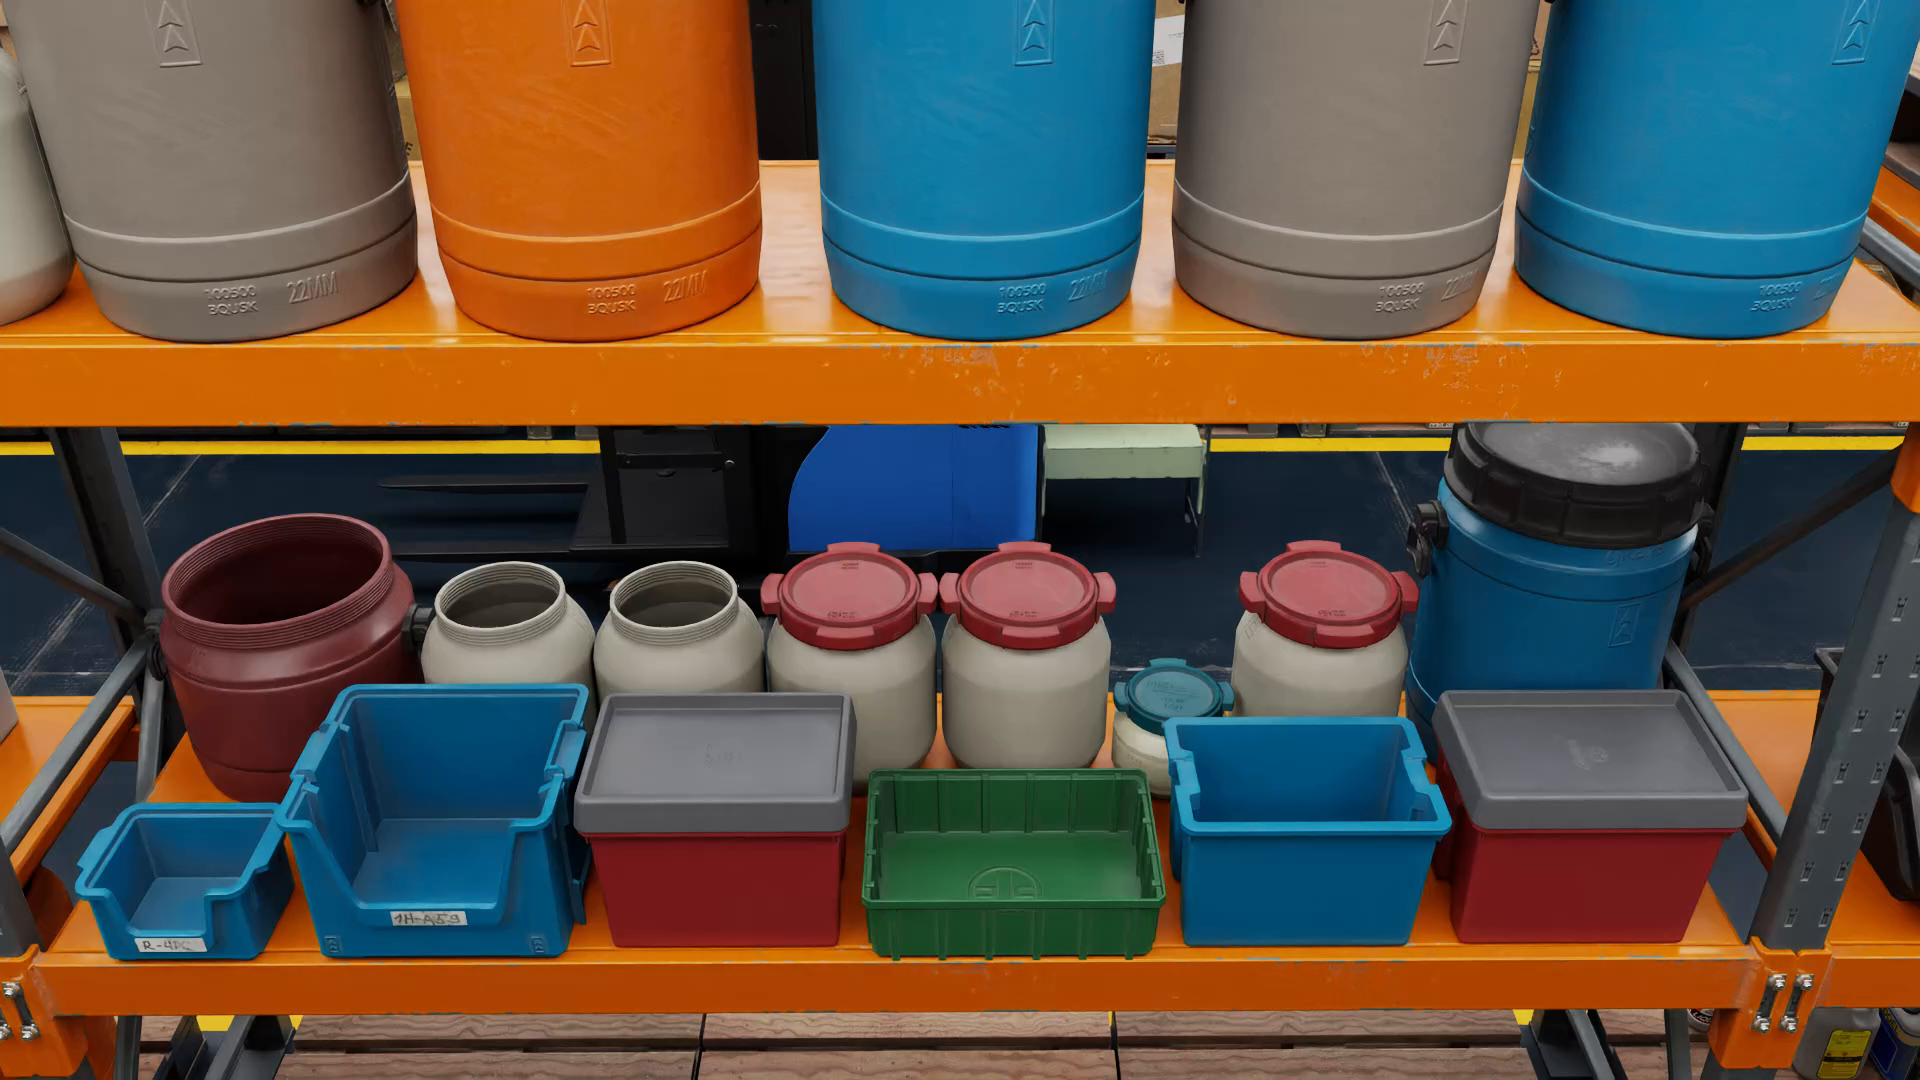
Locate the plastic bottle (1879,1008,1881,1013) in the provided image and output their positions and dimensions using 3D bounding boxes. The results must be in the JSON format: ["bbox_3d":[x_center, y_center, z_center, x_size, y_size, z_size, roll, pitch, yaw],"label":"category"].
[{"bbox_3d":[2.690,1.294,4.856,0.185,0.351,0.144,-2,31,-3],"label":"plastic bottle"}]

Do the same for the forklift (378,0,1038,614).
[{"bbox_3d":[-1.191,-1.197,6.897,3.031,2.935,1.130,-1,31,-1],"label":"forklift"}]

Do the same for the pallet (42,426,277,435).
[{"bbox_3d":[-4.180,-0.897,9.026,1.213,0.211,1.003,0,31,0],"label":"pallet"}]

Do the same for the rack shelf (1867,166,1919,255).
[{"bbox_3d":[3.856,-0.480,3.451,4.000,0.370,1.077,0,31,0],"label":"rack shelf"}]

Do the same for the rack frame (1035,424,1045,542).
[{"bbox_3d":[0.353,-0.650,7.376,0.023,1.500,0.400,-1,31,-1],"label":"rack frame"}]

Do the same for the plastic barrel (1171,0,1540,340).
[{"bbox_3d":[0.695,-0.879,2.932,0.600,0.901,0.600,0,31,0],"label":"plastic barrel"}]

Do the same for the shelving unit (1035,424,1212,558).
[{"bbox_3d":[0.718,-0.656,7.385,0.755,1.500,0.431,-1,31,-1],"label":"shelving unit"}]

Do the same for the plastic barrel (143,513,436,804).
[{"bbox_3d":[-1.682,0.297,4.237,0.708,0.536,0.600,0,31,0],"label":"plastic barrel"}]

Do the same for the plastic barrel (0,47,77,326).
[{"bbox_3d":[-1.832,-0.658,2.944,0.421,0.512,0.421,0,31,0],"label":"plastic barrel"}]

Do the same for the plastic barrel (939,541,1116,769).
[{"bbox_3d":[0.164,0.335,4.175,0.433,0.535,0.433,0,31,0],"label":"plastic barrel"}]

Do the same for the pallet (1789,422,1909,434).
[{"bbox_3d":[4.937,-0.904,9.036,1.213,0.211,1.003,0,31,0],"label":"pallet"}]

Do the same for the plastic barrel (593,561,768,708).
[{"bbox_3d":[-0.695,0.351,4.172,0.421,0.512,0.421,0,31,0],"label":"plastic barrel"}]

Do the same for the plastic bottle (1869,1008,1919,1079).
[{"bbox_3d":[2.716,1.402,4.748,0.135,0.276,0.152,0,31,0],"label":"plastic bottle"}]

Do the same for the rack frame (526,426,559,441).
[{"bbox_3d":[-2.174,-2.055,8.246,0.127,3.000,1.000,0,31,0],"label":"rack frame"}]

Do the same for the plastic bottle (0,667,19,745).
[{"bbox_3d":[-2.579,0.401,4.318,0.135,0.276,0.152,0,31,0],"label":"plastic bottle"}]

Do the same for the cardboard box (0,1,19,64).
[{"bbox_3d":[-4.227,-2.527,7.959,0.637,0.503,0.797,1,31,1],"label":"cardboard box"}]

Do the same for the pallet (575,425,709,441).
[{"bbox_3d":[-1.393,-0.865,8.972,1.213,0.211,1.003,0,31,0],"label":"pallet"}]

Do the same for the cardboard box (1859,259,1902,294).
[{"bbox_3d":[4.604,-1.178,8.805,0.500,0.500,0.500,8,32,13],"label":"cardboard box"}]

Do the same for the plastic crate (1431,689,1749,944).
[{"bbox_3d":[1.373,0.634,3.751,0.583,0.464,0.402,0,31,0],"label":"plastic crate"}]

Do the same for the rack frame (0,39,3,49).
[{"bbox_3d":[-2.144,-2.051,2.455,0.127,3.000,1.000,0,31,0],"label":"rack frame"}]

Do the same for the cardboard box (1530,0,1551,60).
[{"bbox_3d":[2.777,-2.537,7.693,0.500,0.500,0.500,0,31,0],"label":"cardboard box"}]

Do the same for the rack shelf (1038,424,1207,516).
[{"bbox_3d":[0.718,-0.377,7.554,0.720,0.370,0.431,-1,31,-1],"label":"rack shelf"}]

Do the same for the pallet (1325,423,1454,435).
[{"bbox_3d":[2.497,-0.896,9.023,1.213,0.211,1.003,0,31,0],"label":"pallet"}]

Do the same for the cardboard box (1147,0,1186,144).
[{"bbox_3d":[1.031,-2.574,8.117,1.000,1.000,1.000,0,31,0],"label":"cardboard box"}]

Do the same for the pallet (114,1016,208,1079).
[{"bbox_3d":[-2.932,1.730,4.695,1.213,0.211,1.003,0,31,0],"label":"pallet"}]

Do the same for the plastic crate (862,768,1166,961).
[{"bbox_3d":[0.116,0.744,3.837,0.662,0.188,0.450,0,31,0],"label":"plastic crate"}]

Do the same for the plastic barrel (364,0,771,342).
[{"bbox_3d":[-0.668,-0.844,2.944,0.708,0.830,0.600,0,31,0],"label":"plastic barrel"}]

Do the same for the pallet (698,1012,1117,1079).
[{"bbox_3d":[-0.152,1.721,4.709,1.213,0.211,1.003,0,31,0],"label":"pallet"}]

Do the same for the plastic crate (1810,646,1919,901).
[{"bbox_3d":[2.380,0.592,3.942,0.504,0.338,0.767,0,31,0],"label":"plastic crate"}]

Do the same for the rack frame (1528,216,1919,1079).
[{"bbox_3d":[1.856,0.501,4.032,0.127,3.000,1.000,0,31,0],"label":"rack frame"}]

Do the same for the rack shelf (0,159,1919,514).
[{"bbox_3d":[-0.144,-0.467,3.430,4.000,0.370,1.077,0,31,0],"label":"rack shelf"}]

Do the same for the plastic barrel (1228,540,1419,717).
[{"bbox_3d":[0.898,0.333,4.179,0.433,0.535,0.433,0,31,0],"label":"plastic barrel"}]

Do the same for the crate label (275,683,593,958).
[{"bbox_3d":[-1.149,0.636,3.776,0.616,0.435,0.502,0,31,0],"label":"crate label"}]

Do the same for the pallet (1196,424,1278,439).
[{"bbox_3d":[1.047,-0.872,8.984,1.213,0.211,1.003,0,31,0],"label":"pallet"}]
